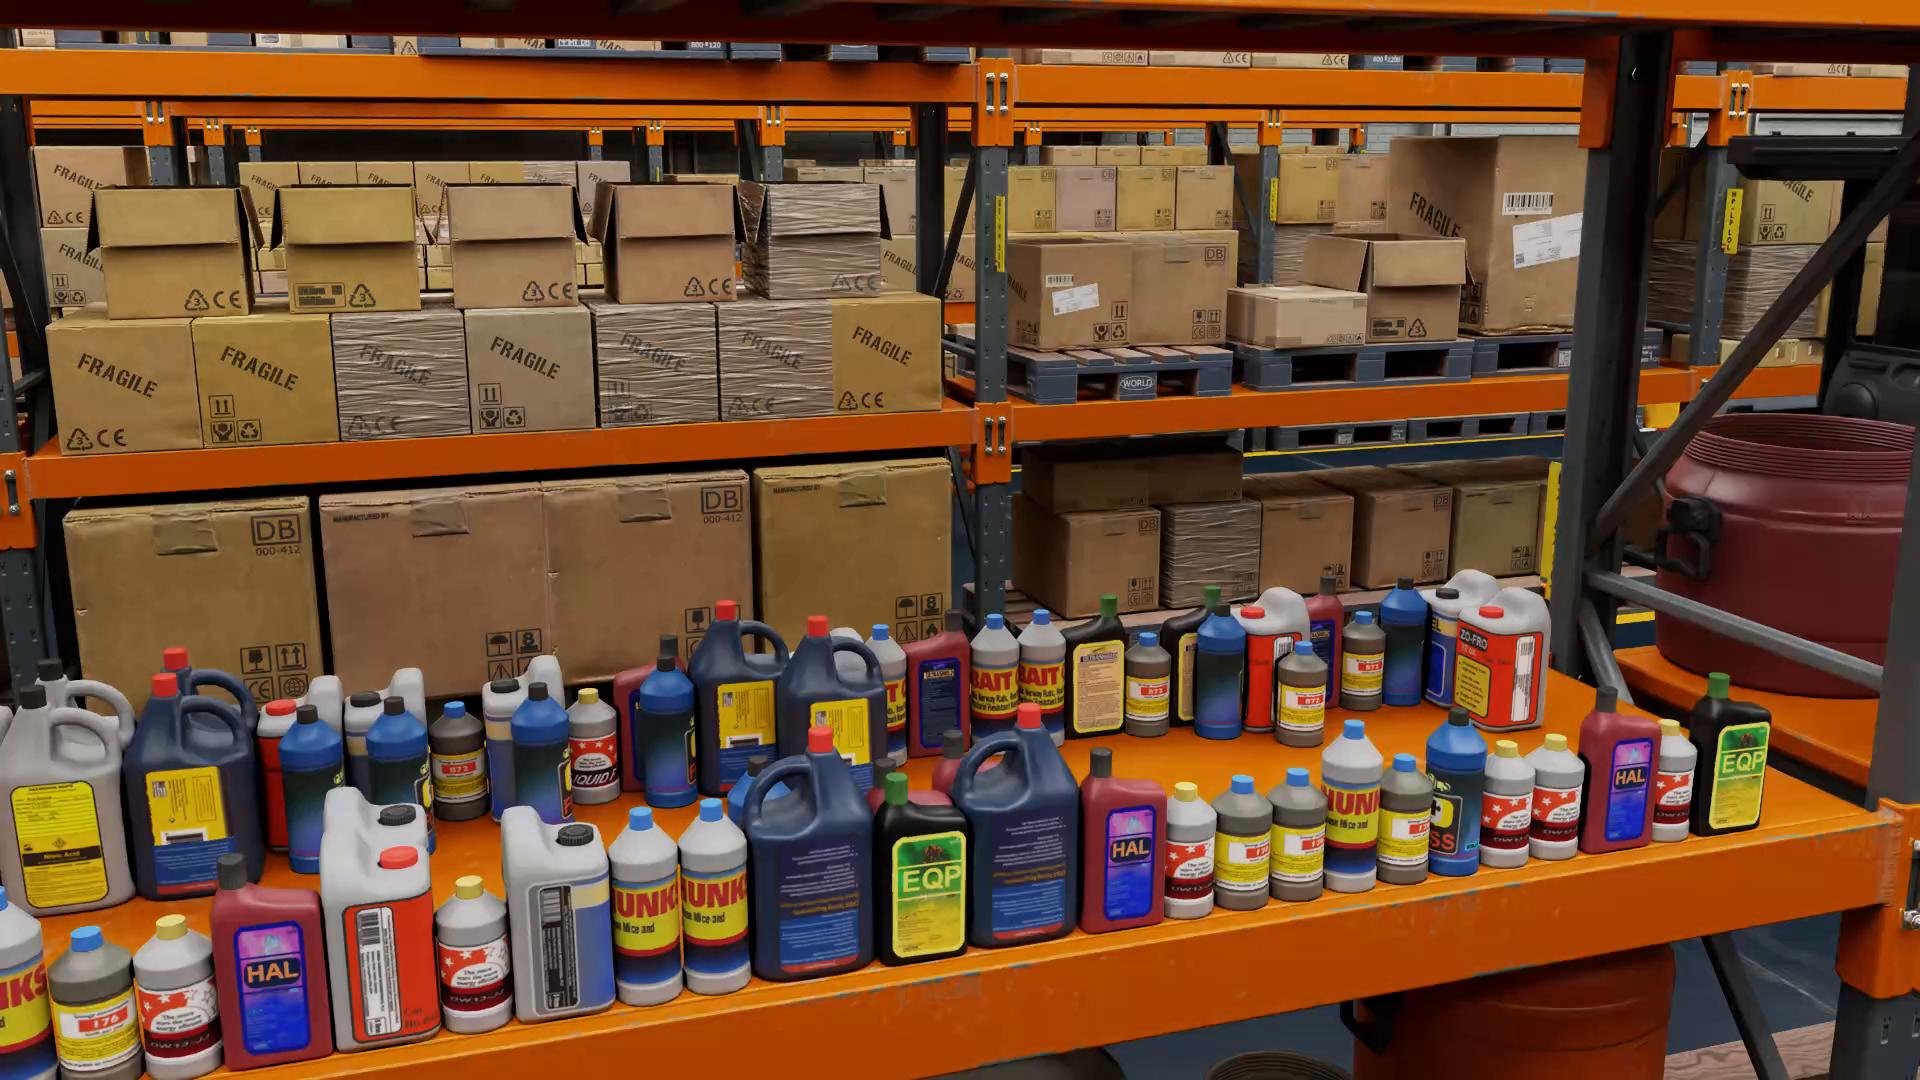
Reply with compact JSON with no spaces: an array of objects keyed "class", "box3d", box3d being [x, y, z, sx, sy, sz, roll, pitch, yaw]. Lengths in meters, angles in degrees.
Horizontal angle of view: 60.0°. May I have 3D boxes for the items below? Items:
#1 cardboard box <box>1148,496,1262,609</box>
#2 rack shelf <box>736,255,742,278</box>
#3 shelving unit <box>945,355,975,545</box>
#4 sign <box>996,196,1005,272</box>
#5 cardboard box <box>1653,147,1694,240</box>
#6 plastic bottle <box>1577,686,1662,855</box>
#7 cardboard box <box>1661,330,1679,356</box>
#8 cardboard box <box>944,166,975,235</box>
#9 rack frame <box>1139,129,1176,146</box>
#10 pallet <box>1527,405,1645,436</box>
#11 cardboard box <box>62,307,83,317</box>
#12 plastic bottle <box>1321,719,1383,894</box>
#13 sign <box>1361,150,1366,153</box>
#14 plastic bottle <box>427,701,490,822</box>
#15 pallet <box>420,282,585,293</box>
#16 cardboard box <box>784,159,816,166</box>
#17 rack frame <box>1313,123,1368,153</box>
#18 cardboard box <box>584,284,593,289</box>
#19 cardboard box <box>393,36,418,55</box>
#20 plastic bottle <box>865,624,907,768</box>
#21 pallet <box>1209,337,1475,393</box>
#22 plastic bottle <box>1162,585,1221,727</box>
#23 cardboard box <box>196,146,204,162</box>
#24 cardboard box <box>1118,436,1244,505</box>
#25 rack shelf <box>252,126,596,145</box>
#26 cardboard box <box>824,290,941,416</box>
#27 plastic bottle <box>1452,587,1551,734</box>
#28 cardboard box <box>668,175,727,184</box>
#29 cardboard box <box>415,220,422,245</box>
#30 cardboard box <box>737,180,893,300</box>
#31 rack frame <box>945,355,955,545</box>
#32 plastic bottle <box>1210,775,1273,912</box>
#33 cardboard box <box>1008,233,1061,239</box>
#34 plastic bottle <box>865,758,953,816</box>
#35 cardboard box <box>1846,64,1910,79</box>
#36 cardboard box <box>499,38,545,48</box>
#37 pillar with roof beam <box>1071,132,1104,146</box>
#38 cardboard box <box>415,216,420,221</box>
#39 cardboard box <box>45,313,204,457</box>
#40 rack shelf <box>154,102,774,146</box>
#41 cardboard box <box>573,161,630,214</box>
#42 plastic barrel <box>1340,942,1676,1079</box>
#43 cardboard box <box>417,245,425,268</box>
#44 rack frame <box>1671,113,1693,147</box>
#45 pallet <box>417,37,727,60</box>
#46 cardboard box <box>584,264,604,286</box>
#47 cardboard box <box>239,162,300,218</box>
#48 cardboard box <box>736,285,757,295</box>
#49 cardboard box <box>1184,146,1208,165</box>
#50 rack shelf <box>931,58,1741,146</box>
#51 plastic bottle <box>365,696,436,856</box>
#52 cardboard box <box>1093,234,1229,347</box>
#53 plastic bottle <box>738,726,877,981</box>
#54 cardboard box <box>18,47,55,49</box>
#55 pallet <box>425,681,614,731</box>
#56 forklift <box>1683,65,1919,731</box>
[{"class":"cardboard box","box3d":[1.146,0.003,8.598,0.500,0.500,0.700,-6,15,-23]},{"class":"rack shelf","box3d":[-1.269,-2.872,17.791,4.000,0.370,1.077,-4,14,-18]},{"class":"shelving unit","box3d":[0.014,-0.585,10.508,0.189,1.200,0.258,-4,14,-18]},{"class":"sign","box3d":[0.176,-1.343,7.305,0.005,0.325,0.100,-4,14,-18]},{"class":"cardboard box","box3d":[4.126,-1.970,9.422,0.500,0.500,0.500,-4,14,-18]},{"class":"plastic bottle","box3d":[1.109,0.382,2.805,0.133,0.283,0.061,-4,14,-18]},{"class":"cardboard box","box3d":[3.897,-1.155,9.557,0.250,0.149,0.380,-4,14,-18]},{"class":"cardboard box","box3d":[-0.097,-2.638,12.876,0.500,0.500,0.700,-5,14,-19]},{"class":"rack frame","box3d":[2.831,-4.753,24.145,0.127,3.000,1.000,-4,14,-18]},{"class":"pallet","box3d":[5.359,-1.154,15.039,1.213,0.211,1.003,-4,14,-18]},{"class":"cardboard box","box3d":[-5.687,-1.464,10.857,0.250,0.149,0.380,-5,14,-20]},{"class":"plastic bottle","box3d":[0.625,0.421,2.667,0.097,0.271,0.097,0,13,0]},{"class":"sign","box3d":[4.575,-4.259,18.880,0.005,0.325,0.100,-4,14,-18]},{"class":"plastic bottle","box3d":[-0.892,0.388,2.957,0.097,0.201,0.097,0,13,0]},{"class":"pallet","box3d":[-3.353,-1.748,11.924,1.213,0.211,1.003,-4,14,-18]},{"class":"cardboard box","box3d":[-1.704,-3.970,17.685,0.250,0.149,0.380,-5,14,-21]},{"class":"rack frame","box3d":[4.417,-3.665,19.569,0.127,3.000,1.000,-4,14,-18]},{"class":"cardboard box","box3d":[-3.846,-2.213,17.146,0.875,0.875,0.875,-5,14,-19]},{"class":"cardboard box","box3d":[-3.776,-3.500,11.263,0.637,0.503,0.797,-5,14,-19]},{"class":"plastic bottle","box3d":[-0.151,0.297,3.192,0.097,0.271,0.097,0,13,0]},{"class":"pallet","box3d":[1.859,-0.963,8.623,1.213,0.211,1.003,-4,14,-18]},{"class":"plastic bottle","box3d":[0.482,0.237,3.417,0.133,0.283,0.061,-4,14,-18]},{"class":"cardboard box","box3d":[-7.338,-3.664,15.785,0.250,0.149,0.380,-5,14,-19]},{"class":"cardboard box","box3d":[1.121,-0.361,8.510,0.500,0.250,0.500,-3,14,-12]},{"class":"rack shelf","box3d":[-6.647,-5.125,20.778,4.000,0.370,1.077,-4,14,-18]},{"class":"cardboard box","box3d":[-0.393,-0.859,7.556,0.500,0.500,0.500,-4,14,-16]},{"class":"plastic bottle","box3d":[1.111,0.240,3.420,0.135,0.276,0.152,-4,14,-18]},{"class":"cardboard box","box3d":[-2.665,-3.455,16.918,0.500,0.500,0.500,-5,14,-20]},{"class":"cardboard box","box3d":[-3.776,-2.078,11.247,0.250,0.149,0.380,-5,14,-19]},{"class":"cardboard box","box3d":[-0.702,-1.387,7.610,0.637,0.503,0.797,-4,14,-16]},{"class":"rack frame","box3d":[-0.073,-0.578,10.480,0.006,1.200,0.240,-4,14,-18]},{"class":"plastic bottle","box3d":[0.441,0.470,2.615,0.097,0.201,0.097,0,13,0]},{"class":"cardboard box","box3d":[0.453,-2.131,12.902,0.500,0.500,0.500,-5,14,-19]},{"class":"plastic bottle","box3d":[-0.076,0.460,2.480,0.133,0.283,0.061,-4,14,-18]},{"class":"cardboard box","box3d":[4.795,-2.600,8.933,0.500,0.250,0.500,-5,14,-19]},{"class":"cardboard box","box3d":[-2.896,-3.331,11.465,0.500,0.500,0.500,-4,14,-18]},{"class":"pillar with roof beam","box3d":[3.256,-6.874,20.096,0.400,9.000,9.100,-4,14,-18]},{"class":"cardboard box","box3d":[-3.981,-2.221,11.846,0.250,0.149,0.380,-5,14,-20]},{"class":"cardboard box","box3d":[-3.280,-0.634,6.609,0.500,0.500,0.500,-4,14,-18]},{"class":"rack shelf","box3d":[-3.386,-2.958,11.670,4.000,0.370,1.077,-4,14,-18]},{"class":"cardboard box","box3d":[-3.572,-3.514,16.558,0.500,0.500,0.500,-5,14,-20]},{"class":"plastic barrel","box3d":[1.117,1.076,3.417,0.708,0.830,0.600,-4,14,-18]},{"class":"cardboard box","box3d":[-3.771,-1.935,11.287,0.250,0.149,0.380,-4,14,-16]},{"class":"rack frame","box3d":[6.092,-2.587,15.036,0.127,3.000,1.000,-4,14,-18]},{"class":"pallet","box3d":[-1.657,-2.126,7.026,1.213,0.211,1.003,-4,14,-15]},{"class":"cardboard box","box3d":[-2.528,-1.887,11.728,0.250,0.149,0.380,-5,14,-19]},{"class":"cardboard box","box3d":[-6.447,-3.284,15.590,0.500,0.500,0.500,-4,14,-17]},{"class":"cardboard box","box3d":[-1.040,-0.935,7.876,0.500,0.500,0.500,-5,14,-20]},{"class":"cardboard box","box3d":[2.553,-4.157,18.618,0.500,0.500,0.700,-5,14,-18]},{"class":"rack shelf","box3d":[1.891,-2.158,8.306,4.000,0.370,1.077,-4,14,-18]},{"class":"plastic bottle","box3d":[-0.936,0.395,2.779,0.097,0.271,0.097,0,13,0]},{"class":"cardboard box","box3d":[0.992,-1.266,8.359,0.500,0.500,0.700,-2,14,-10]},{"class":"plastic bottle","box3d":[-0.221,0.443,2.405,0.185,0.351,0.144,-4,14,-18]},{"class":"cardboard box","box3d":[-5.661,-2.992,10.582,0.500,0.250,0.500,-4,14,-17]},{"class":"pallet","box3d":[-1.930,0.586,7.722,1.213,0.211,1.003,-4,14,-18]},{"class":"forklift","box3d":[3.789,-0.595,6.812,3.031,2.935,1.130,-4,14,-17]}]
